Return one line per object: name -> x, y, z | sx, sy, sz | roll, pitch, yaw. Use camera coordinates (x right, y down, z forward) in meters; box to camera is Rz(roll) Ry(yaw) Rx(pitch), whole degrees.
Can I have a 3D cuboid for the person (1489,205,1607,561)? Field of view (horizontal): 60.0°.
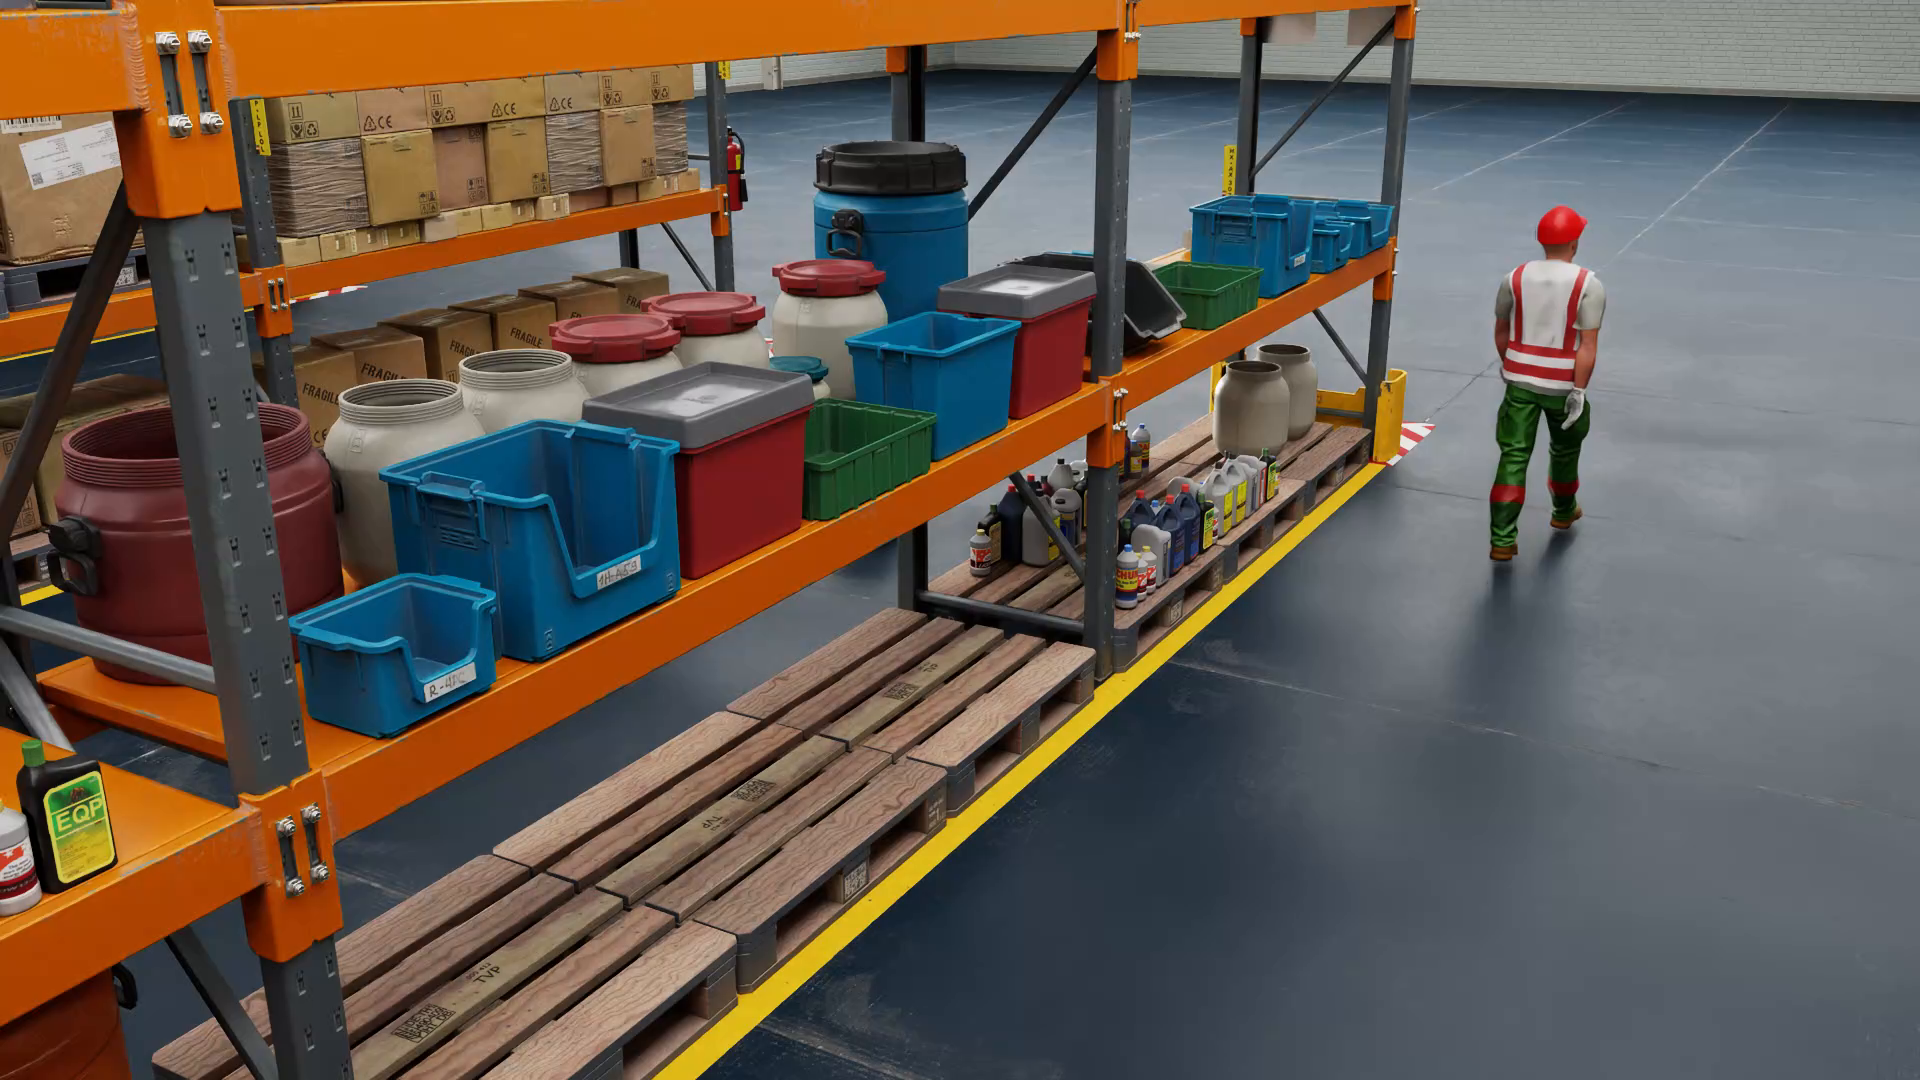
person -> 2.952, -0.828, 8.372 | 0.536, 1.729, 1.045 | 11, 22, 28
